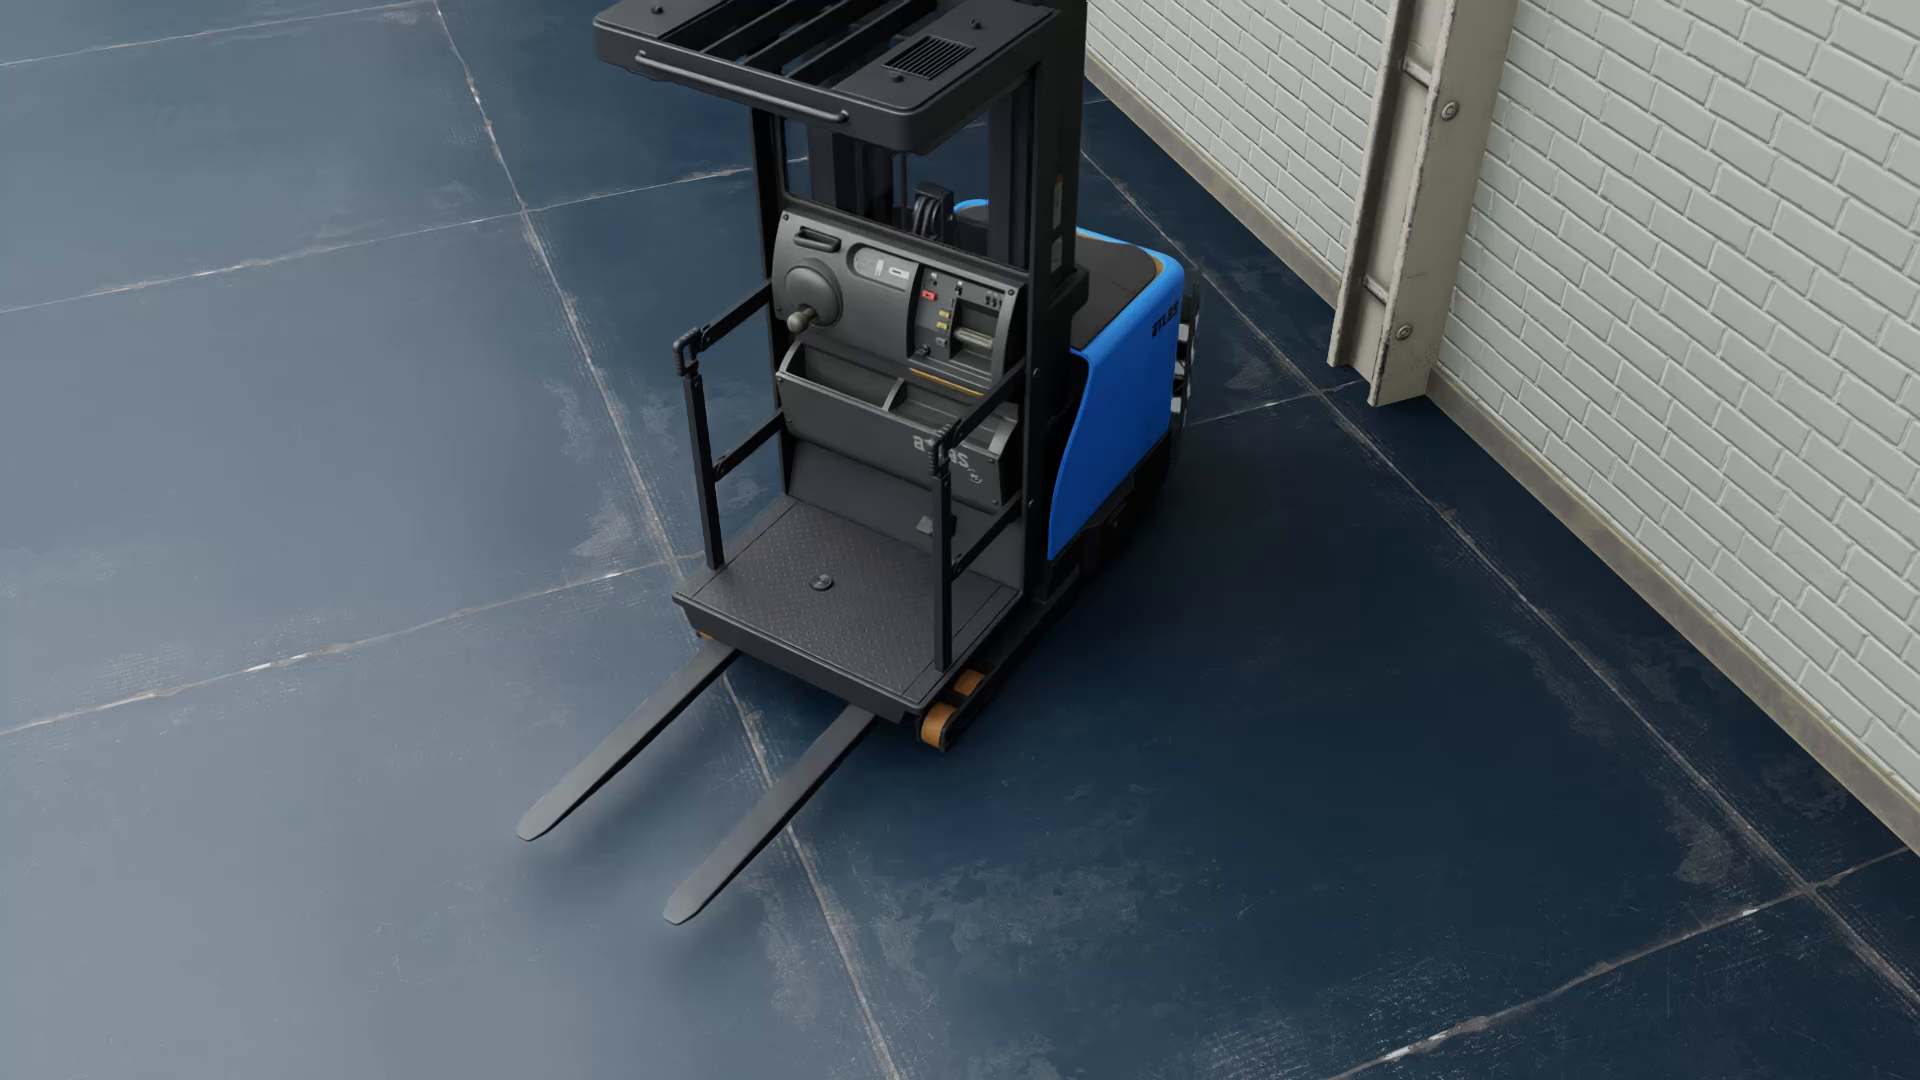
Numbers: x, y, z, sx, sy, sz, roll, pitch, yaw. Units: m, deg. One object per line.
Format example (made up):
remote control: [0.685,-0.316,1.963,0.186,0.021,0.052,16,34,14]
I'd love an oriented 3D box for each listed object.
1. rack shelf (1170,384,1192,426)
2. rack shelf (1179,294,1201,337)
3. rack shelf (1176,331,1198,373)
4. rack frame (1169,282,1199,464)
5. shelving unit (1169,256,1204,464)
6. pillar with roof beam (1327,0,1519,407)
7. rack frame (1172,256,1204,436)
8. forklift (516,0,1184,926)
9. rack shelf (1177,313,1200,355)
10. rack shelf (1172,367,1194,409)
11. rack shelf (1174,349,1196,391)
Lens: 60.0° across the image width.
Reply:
rack shelf: [0.844,-0.589,7.072,0.258,0.077,0.200,8,41,9]
rack shelf: [0.844,-0.930,6.779,0.258,0.077,0.200,8,41,9]
rack shelf: [0.844,-0.794,6.896,0.258,0.077,0.200,8,41,9]
rack frame: [0.823,-0.686,6.858,0.240,0.900,0.006,8,41,9]
shelving unit: [0.844,-0.751,6.933,0.258,0.900,0.210,8,41,9]
pillar with roof beam: [-2.061,-3.088,3.439,9.100,9.000,0.400,-15,43,-17]
rack frame: [0.866,-0.816,7.008,0.240,0.900,0.006,8,41,9]
forklift: [-0.336,-0.723,5.343,1.130,2.935,3.031,22,45,24]
rack shelf: [0.844,-0.862,6.837,0.258,0.077,0.200,8,41,9]
rack shelf: [0.844,-0.657,7.013,0.258,0.077,0.200,8,41,9]
rack shelf: [0.844,-0.726,6.955,0.258,0.077,0.200,8,41,9]
